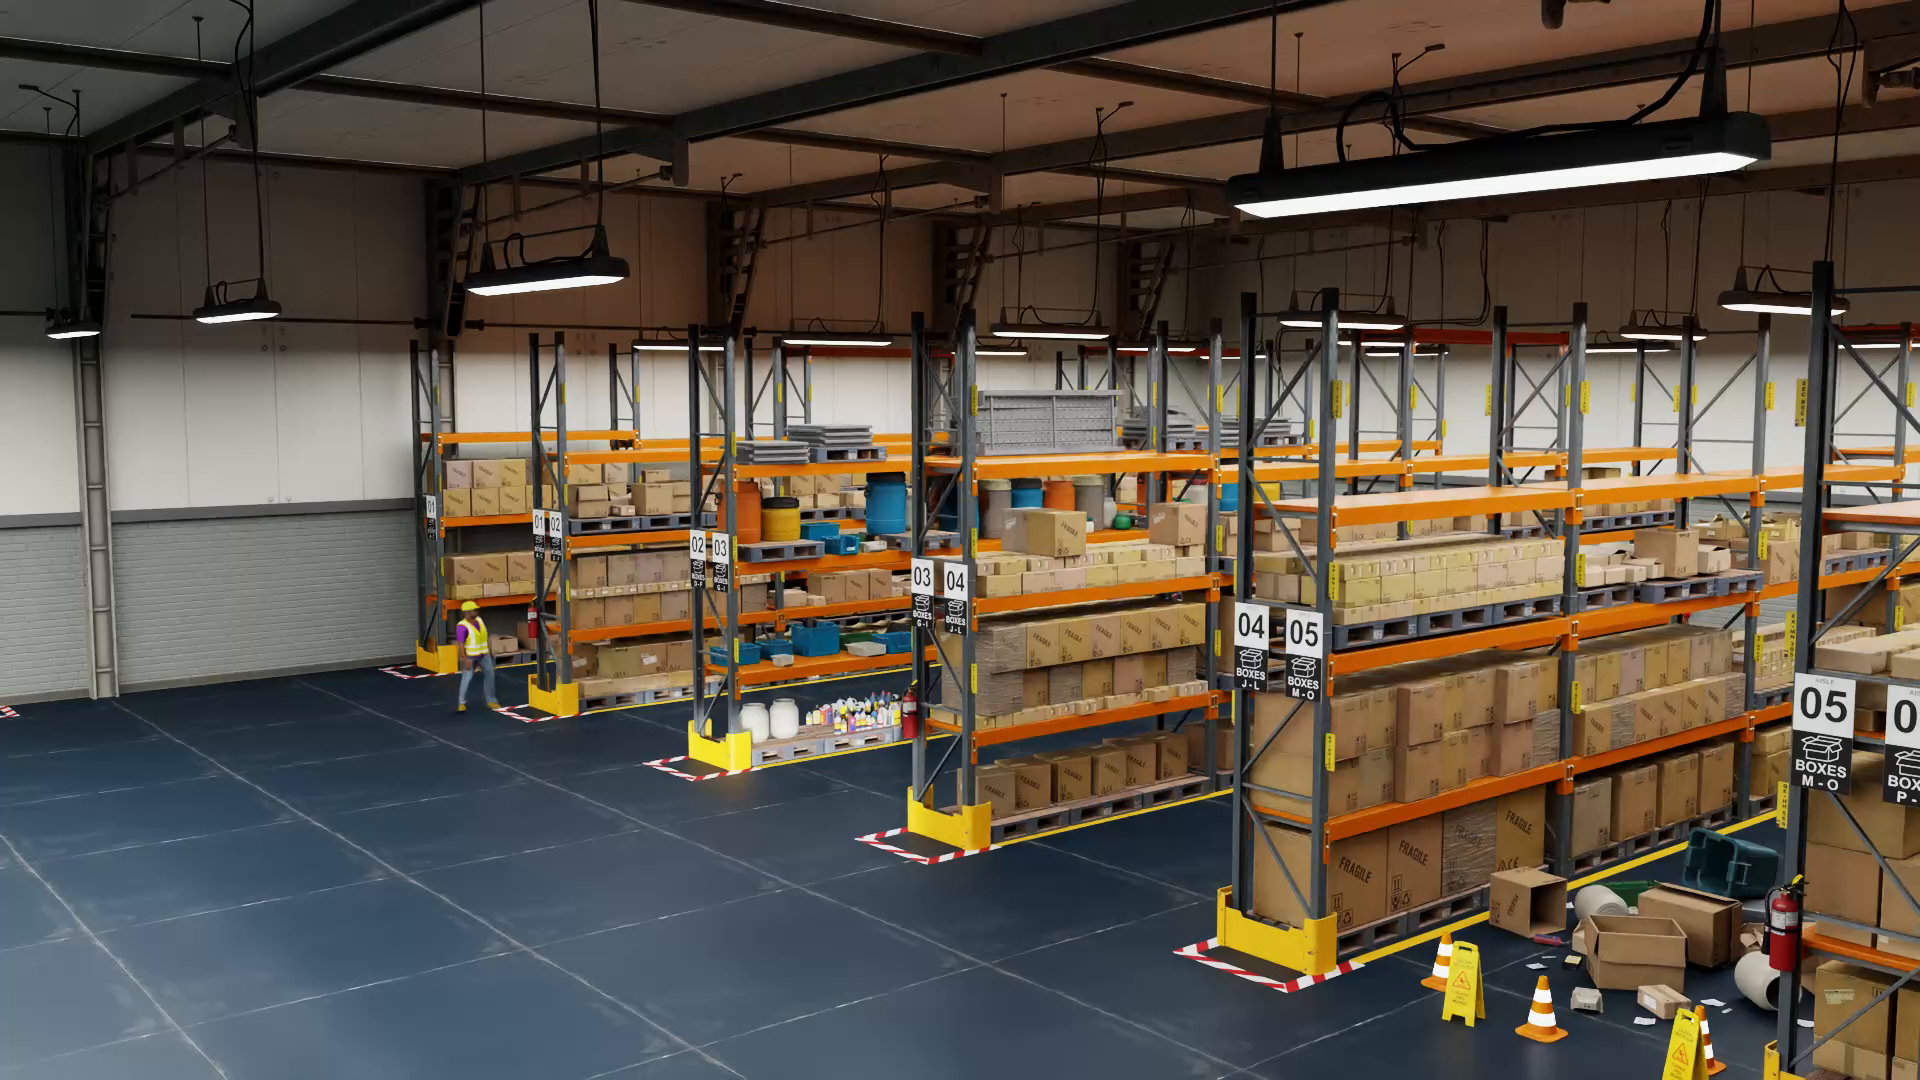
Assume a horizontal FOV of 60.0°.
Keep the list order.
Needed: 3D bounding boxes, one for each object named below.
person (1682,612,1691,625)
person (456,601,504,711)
[{"bbox_3d":[11.241,1.938,25.861,0.877,1.812,0.565,-5,7,-41],"label":"person"},{"bbox_3d":[-7.695,1.855,26.472,0.497,1.798,0.695,4,7,40],"label":"person"}]
